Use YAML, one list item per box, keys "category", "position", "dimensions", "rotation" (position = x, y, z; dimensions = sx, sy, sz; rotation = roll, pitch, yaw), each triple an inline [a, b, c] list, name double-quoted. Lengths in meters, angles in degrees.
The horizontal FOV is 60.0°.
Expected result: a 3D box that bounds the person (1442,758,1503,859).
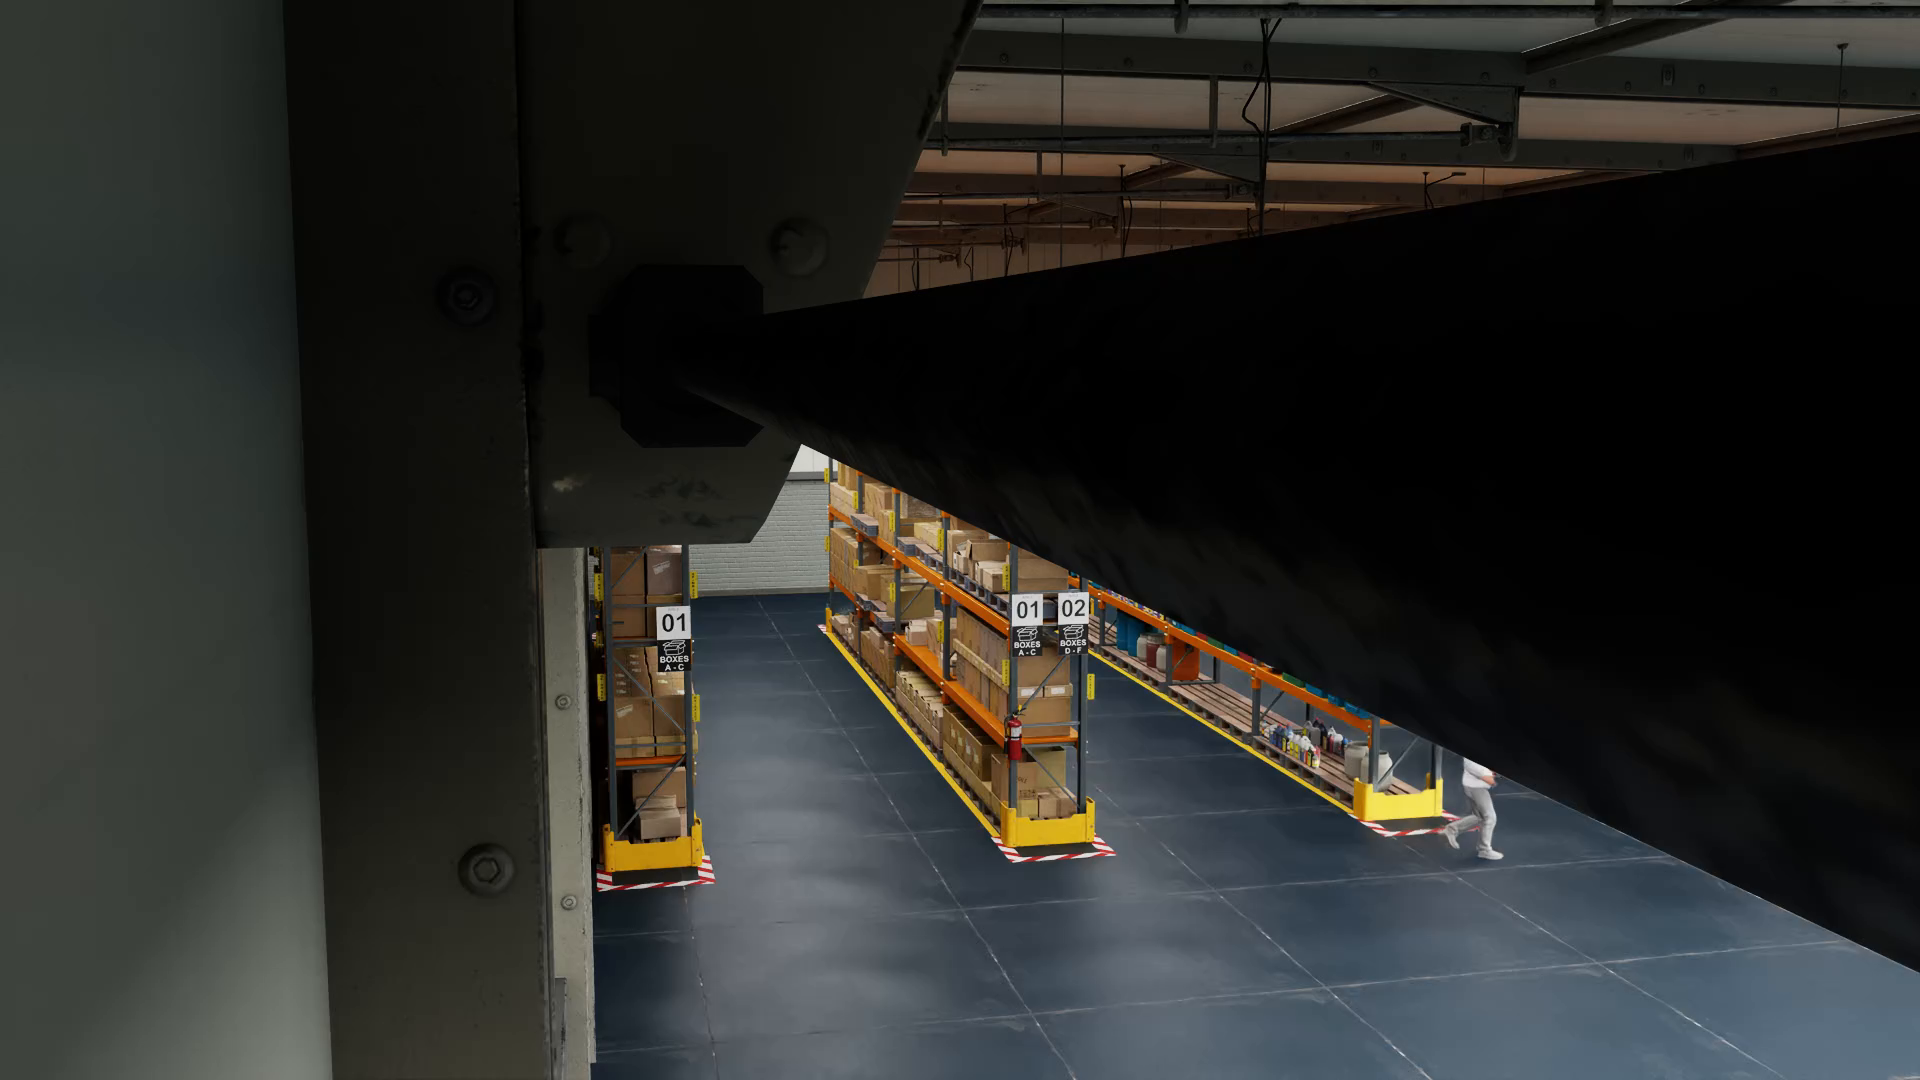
- category: "person"
  position: [6.390, 3.042, 20.636]
  dimensions: [0.738, 1.746, 0.690]
  rotation: [2, 7, 20]
